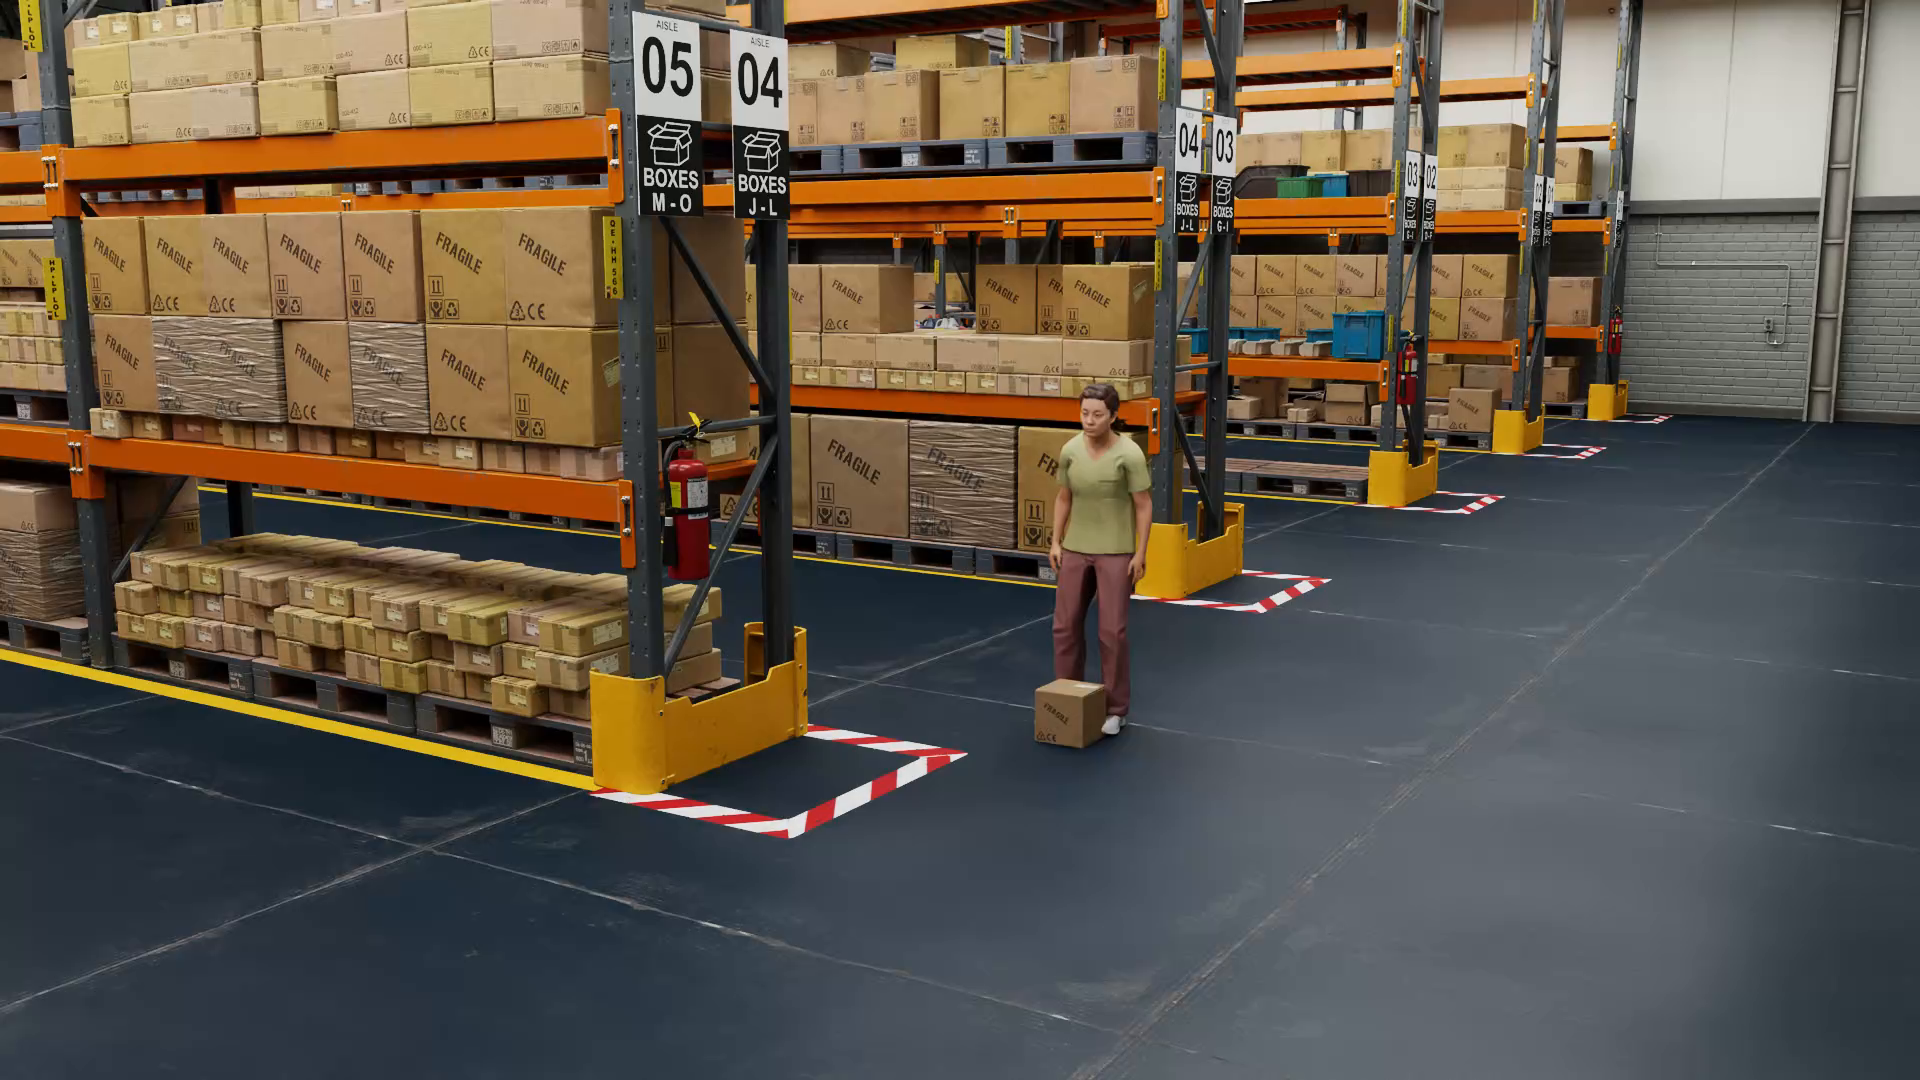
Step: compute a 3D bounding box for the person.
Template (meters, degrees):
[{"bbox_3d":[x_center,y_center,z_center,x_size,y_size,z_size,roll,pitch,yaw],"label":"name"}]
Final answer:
[{"bbox_3d":[0.649,0.079,7.924,0.510,1.671,0.361,5,11,28],"label":"person"}]
